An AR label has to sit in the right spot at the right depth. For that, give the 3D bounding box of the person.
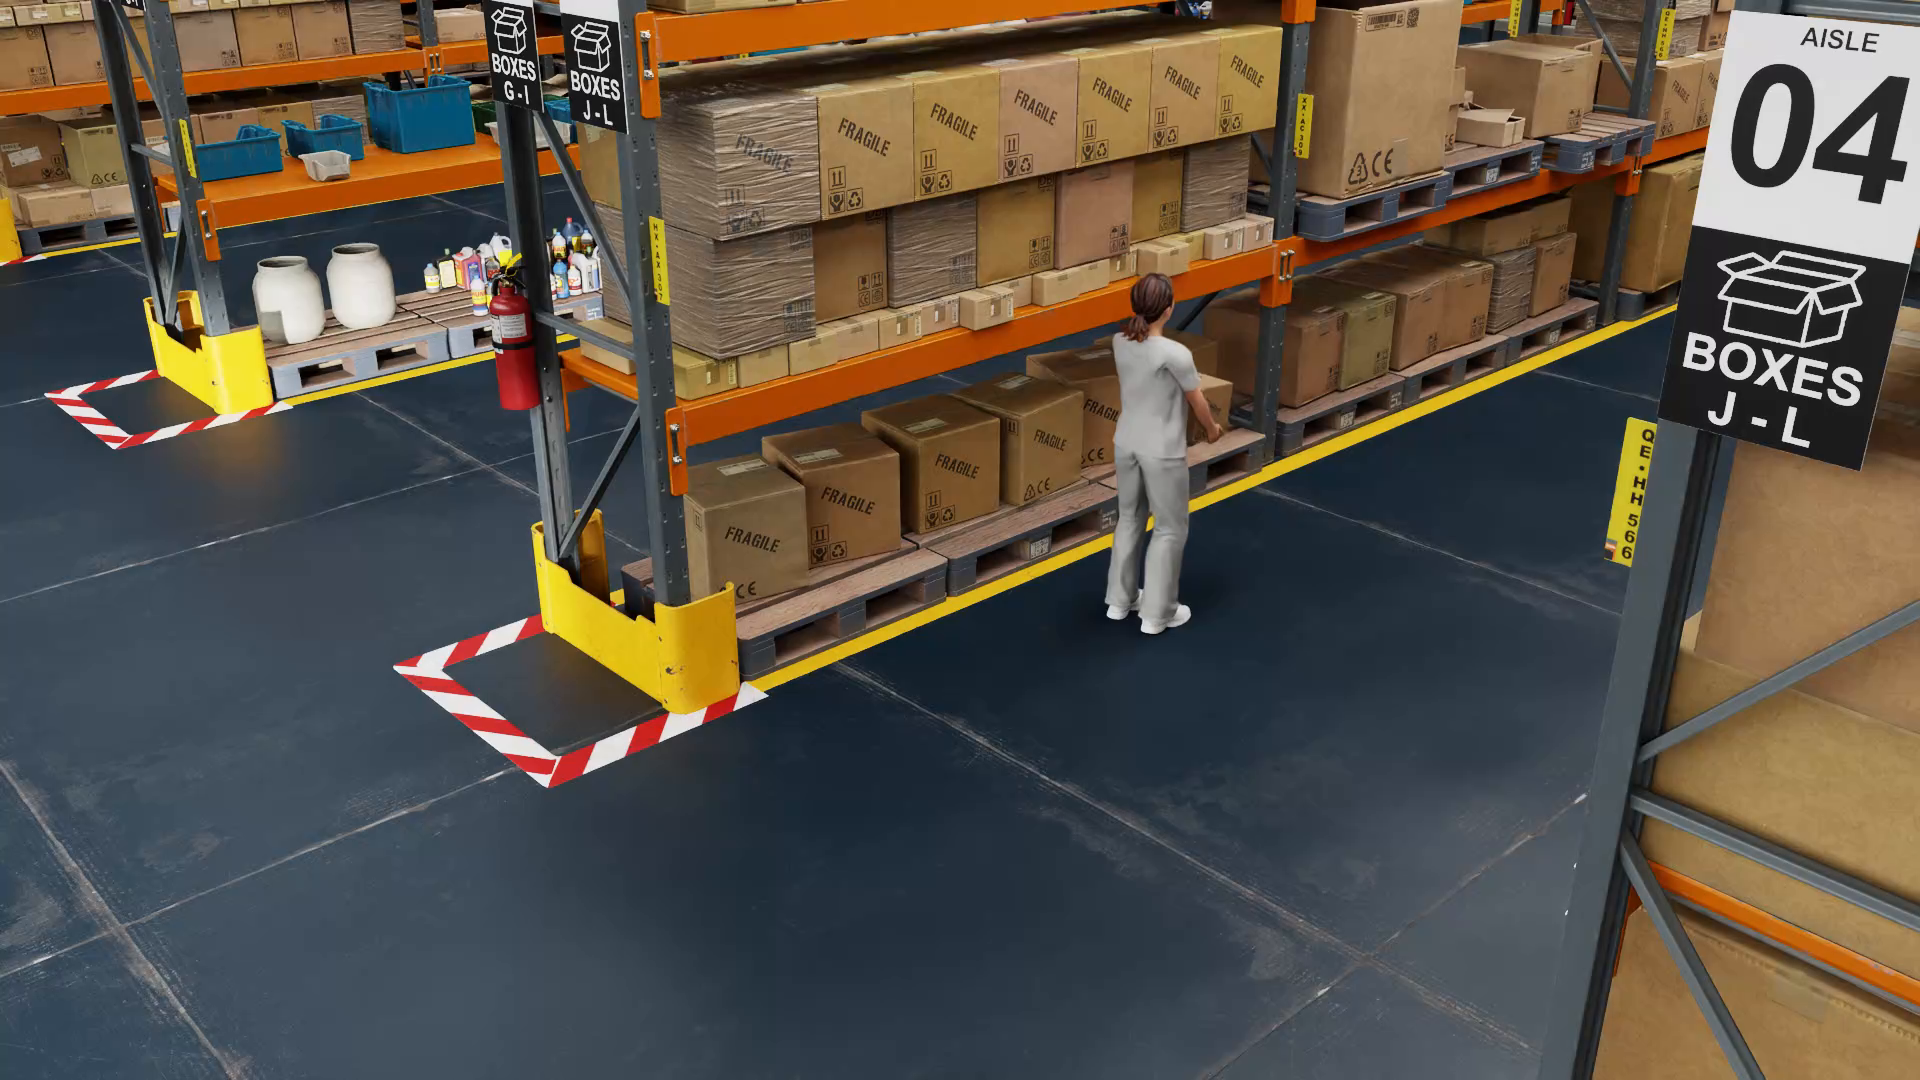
[{"bbox_3d":[0.911,-0.407,7.519,0.532,1.667,0.423,-22,33,-40],"label":"person"}]
